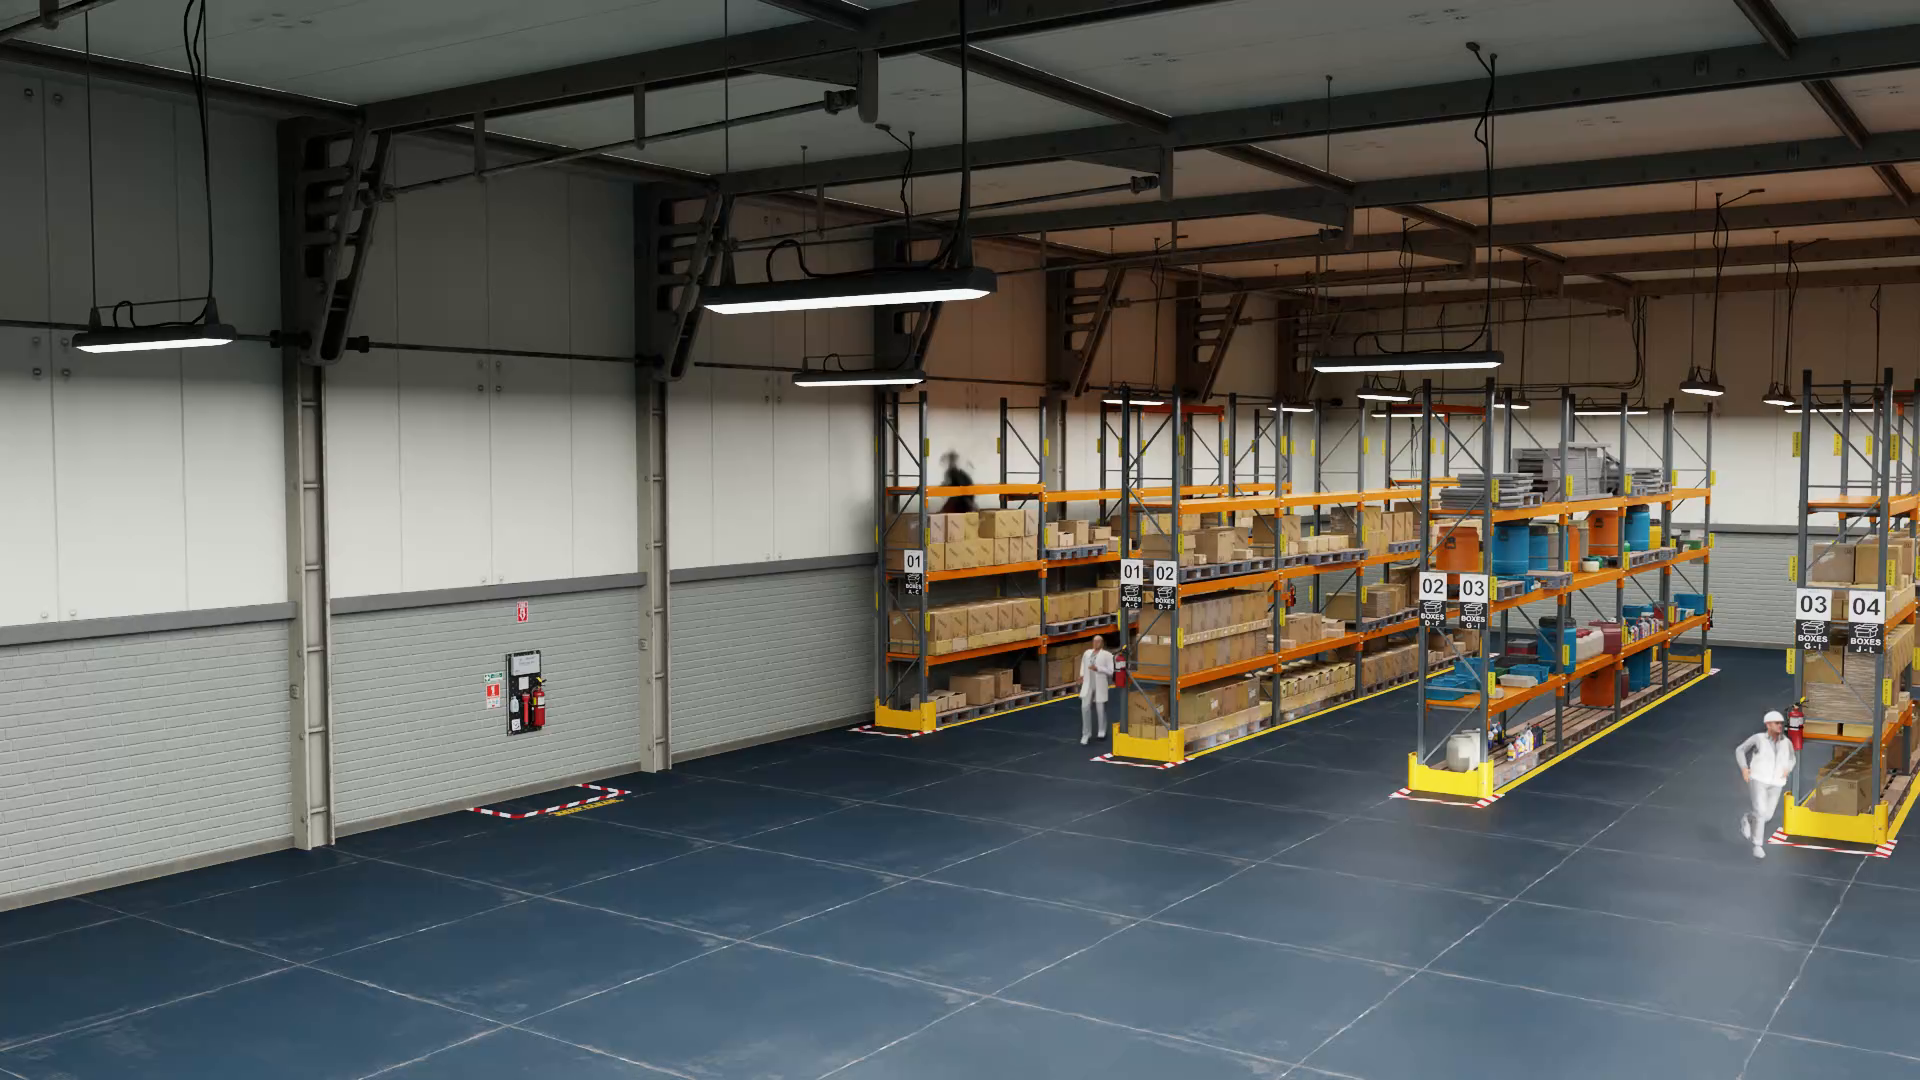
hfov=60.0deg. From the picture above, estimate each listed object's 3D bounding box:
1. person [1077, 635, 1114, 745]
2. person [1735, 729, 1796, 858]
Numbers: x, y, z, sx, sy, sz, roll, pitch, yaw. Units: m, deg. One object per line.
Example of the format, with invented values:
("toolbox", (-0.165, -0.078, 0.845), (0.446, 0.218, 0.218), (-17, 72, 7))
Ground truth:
("person", (2.298, 2.539, 28.328), (0.682, 1.821, 0.837), (1, 3, 23))
("person", (10.021, 3.112, 20.667), (0.706, 1.537, 0.826), (0, 3, 2))
